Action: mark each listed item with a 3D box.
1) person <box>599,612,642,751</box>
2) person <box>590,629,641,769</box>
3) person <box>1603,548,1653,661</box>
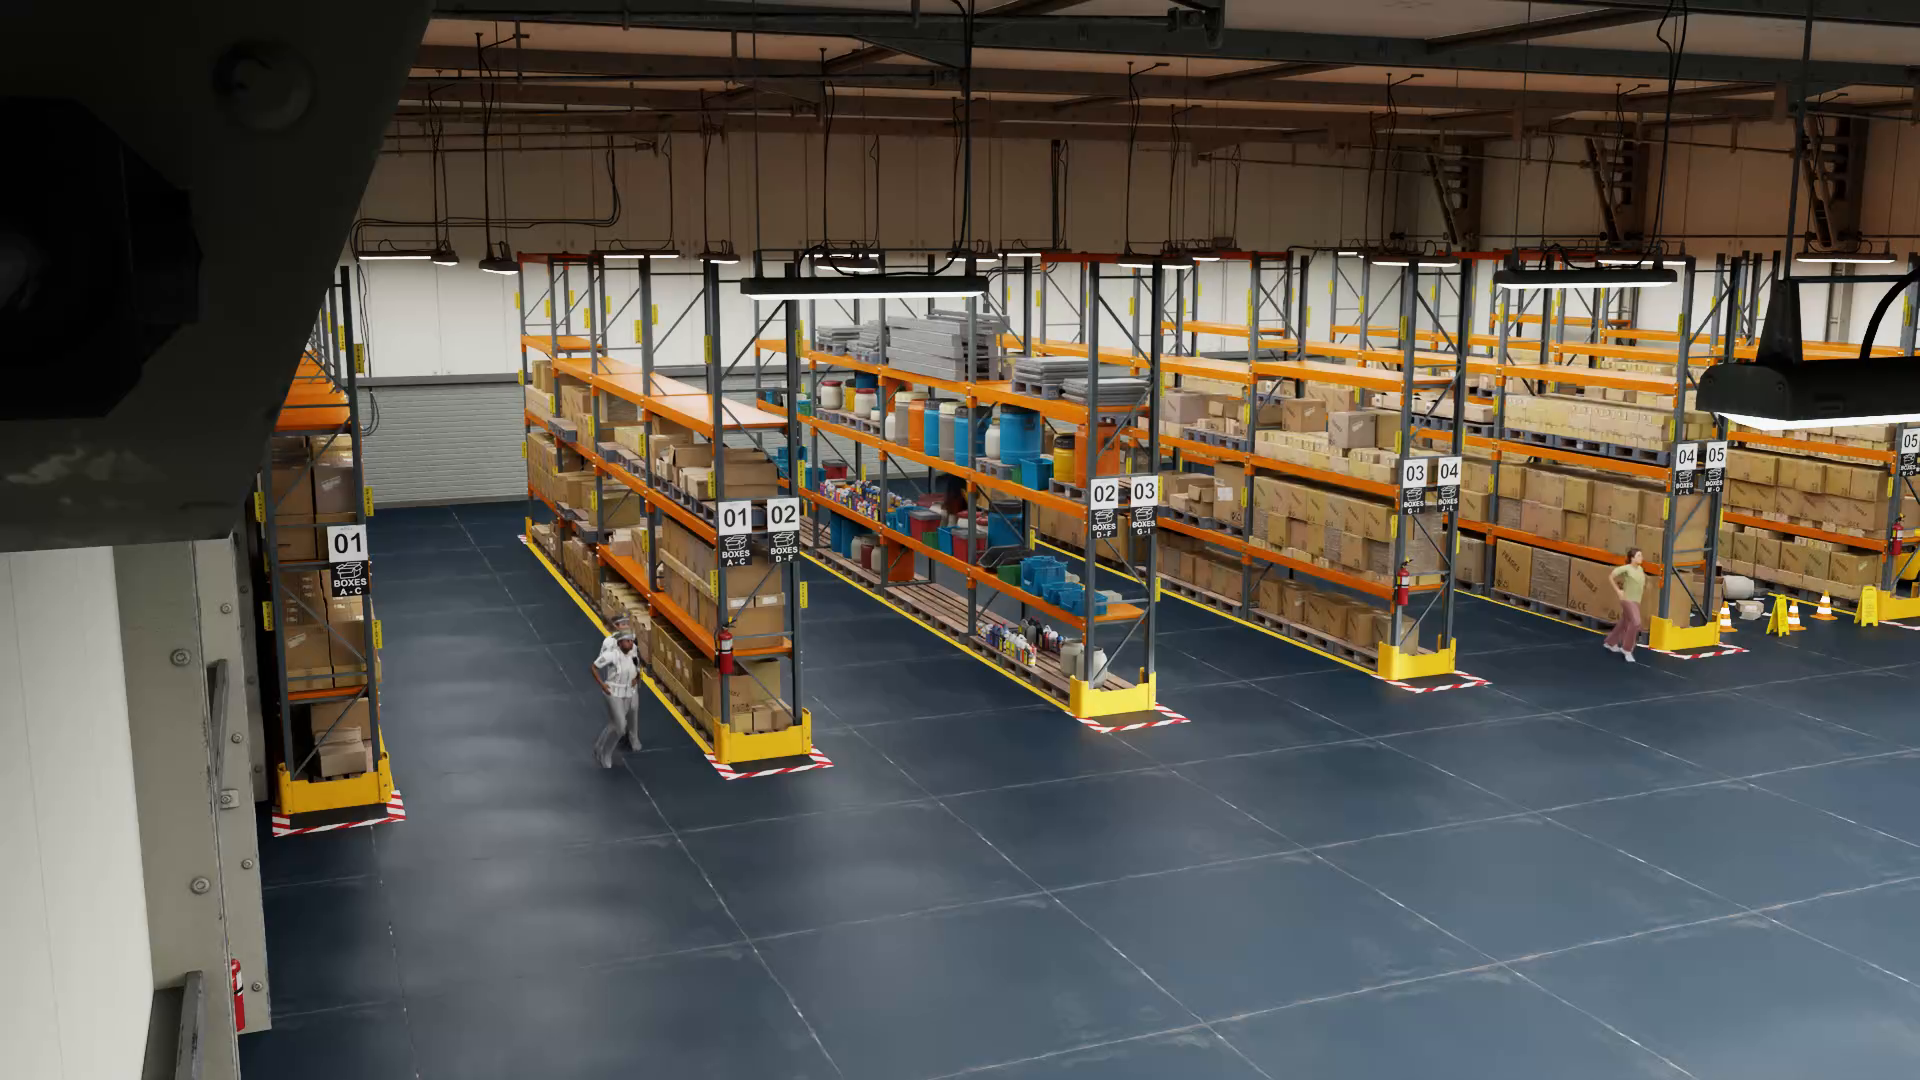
[{"bbox_3d":[-4.253,1.744,20.856,0.582,1.751,0.781,-5,12,-28],"label":"person"},{"bbox_3d":[-4.142,1.899,20.123,0.636,1.696,0.597,8,13,36],"label":"person"},{"bbox_3d":[10.157,0.964,25.257,0.576,1.716,0.698,-7,12,-33],"label":"person"}]
